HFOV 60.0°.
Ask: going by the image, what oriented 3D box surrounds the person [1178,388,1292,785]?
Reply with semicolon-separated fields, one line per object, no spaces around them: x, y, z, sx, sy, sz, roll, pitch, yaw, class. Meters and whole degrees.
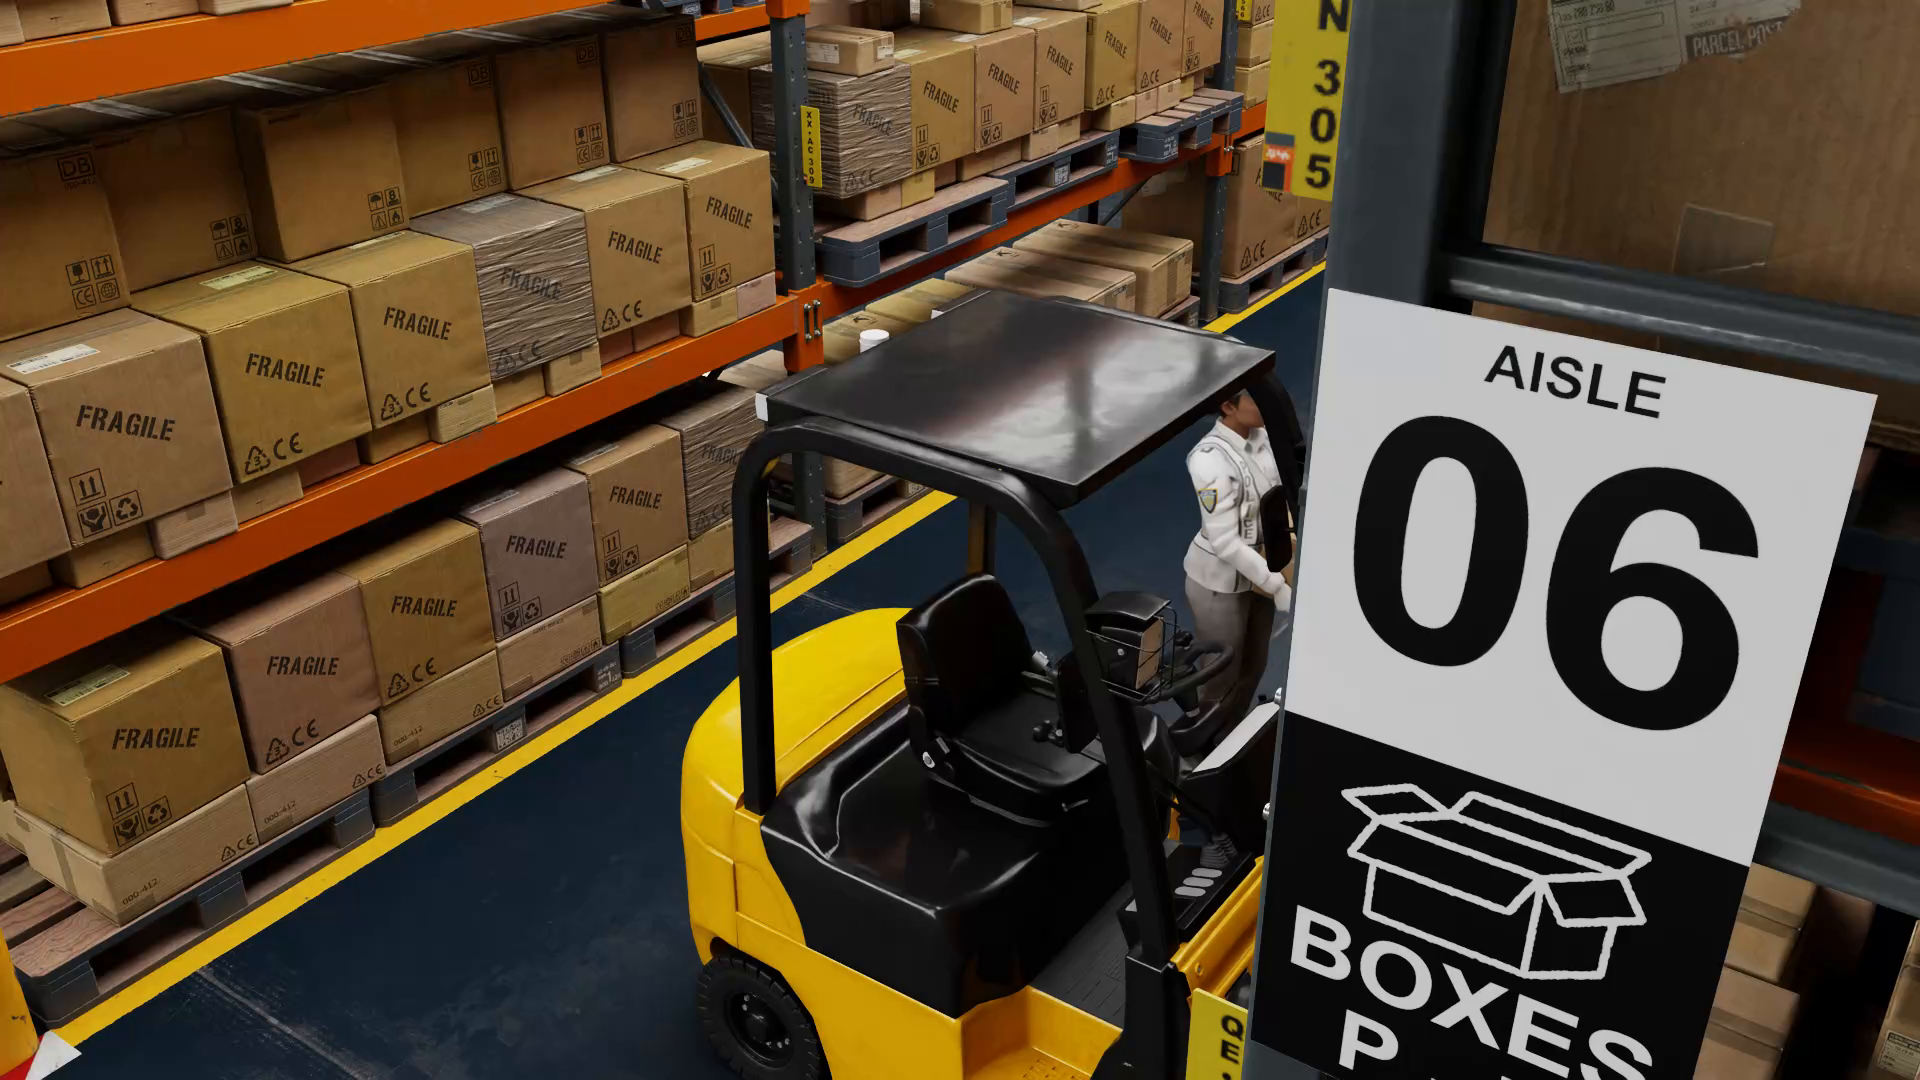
1.015;0.161;5.779;0.560;1.686;0.459;18;32;31;person
